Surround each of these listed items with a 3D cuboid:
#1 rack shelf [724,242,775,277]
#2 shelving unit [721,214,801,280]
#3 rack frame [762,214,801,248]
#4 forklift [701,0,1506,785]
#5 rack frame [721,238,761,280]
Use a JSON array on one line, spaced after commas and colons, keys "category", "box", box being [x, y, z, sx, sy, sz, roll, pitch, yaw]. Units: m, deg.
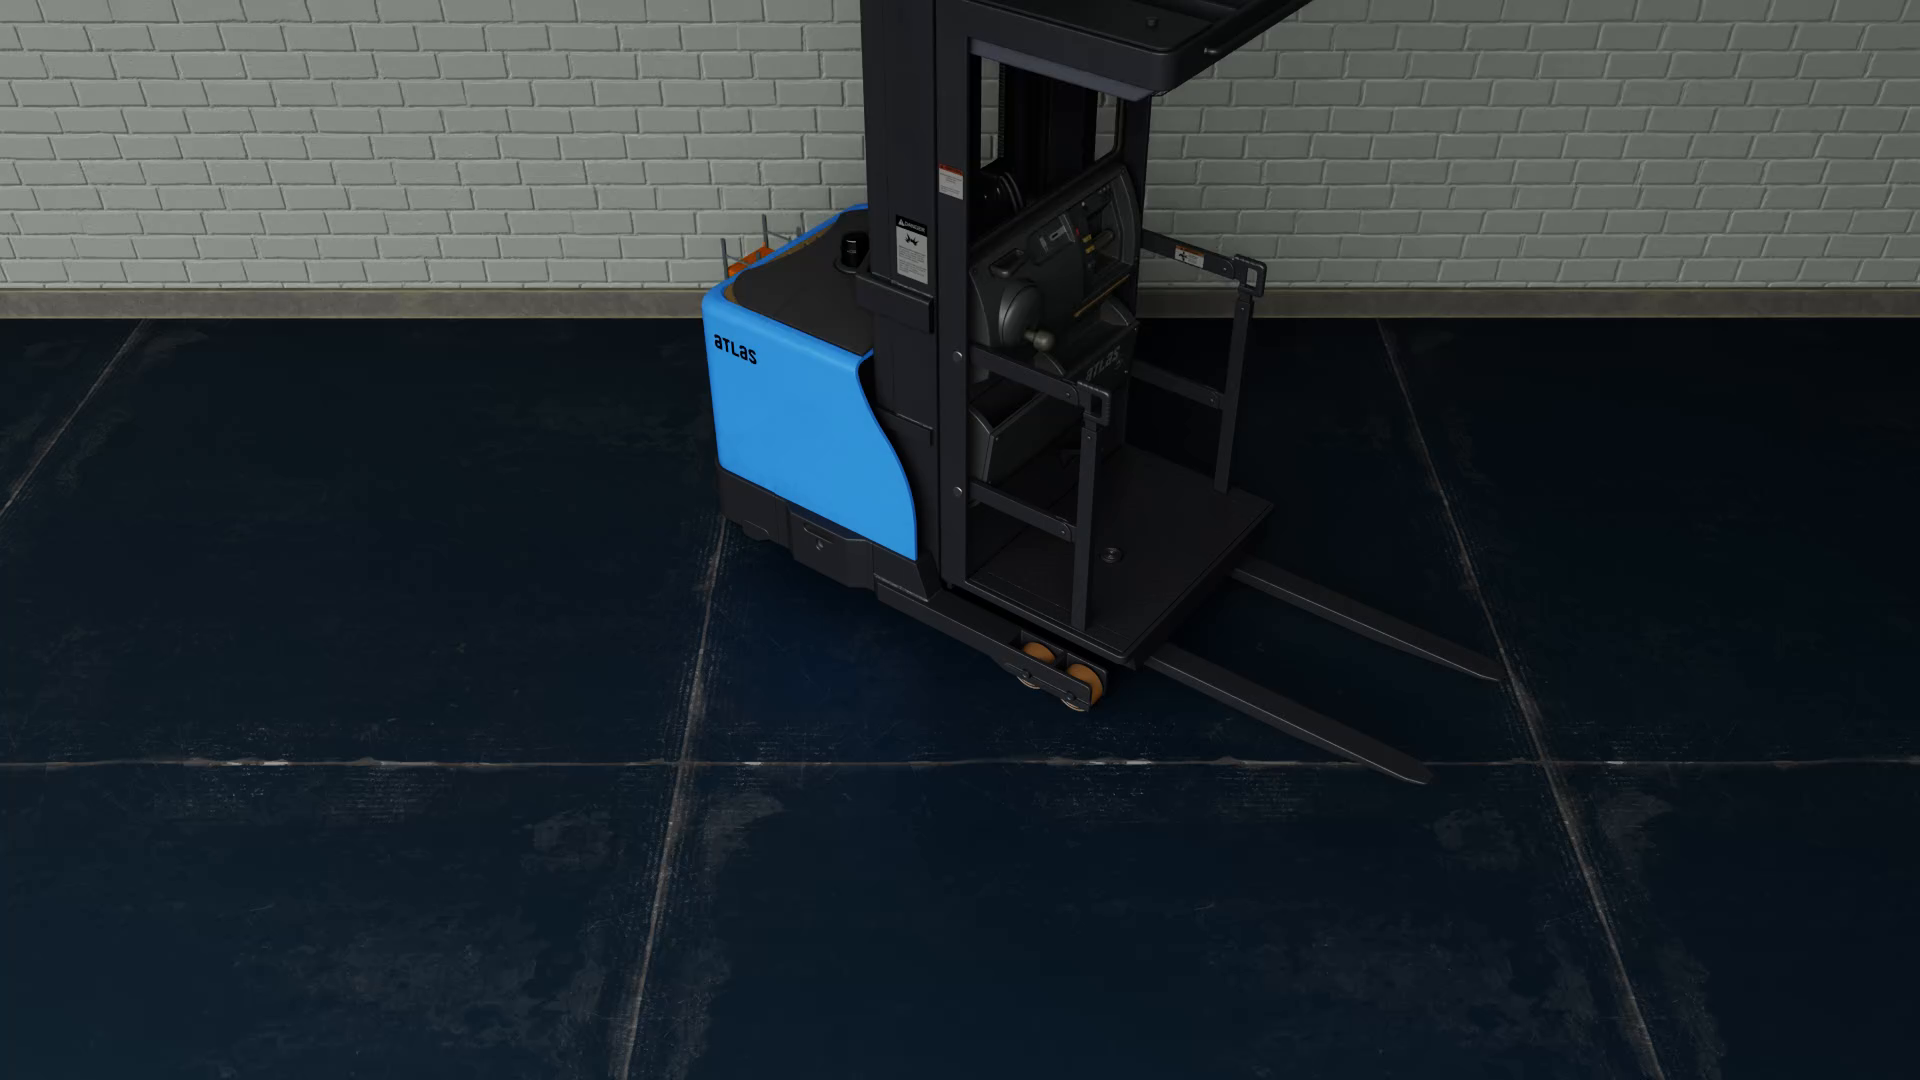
[{"category": "rack shelf", "box": [-0.788, -1.019, 6.745, 0.215, 0.259, 0.240, 24, 45, 27]}, {"category": "shelving unit", "box": [-0.789, -0.806, 6.916, 0.215, 1.050, 0.252, 24, 45, 27]}, {"category": "rack frame", "box": [-0.717, -0.868, 6.993, 0.200, 1.050, 0.008, 24, 45, 27]}, {"category": "forklift", "box": [0.502, -0.909, 5.540, 3.031, 2.935, 1.130, 25, 45, 28]}, {"category": "rack frame", "box": [-0.860, -0.744, 6.839, 0.200, 1.050, 0.008, 24, 45, 27]}]
